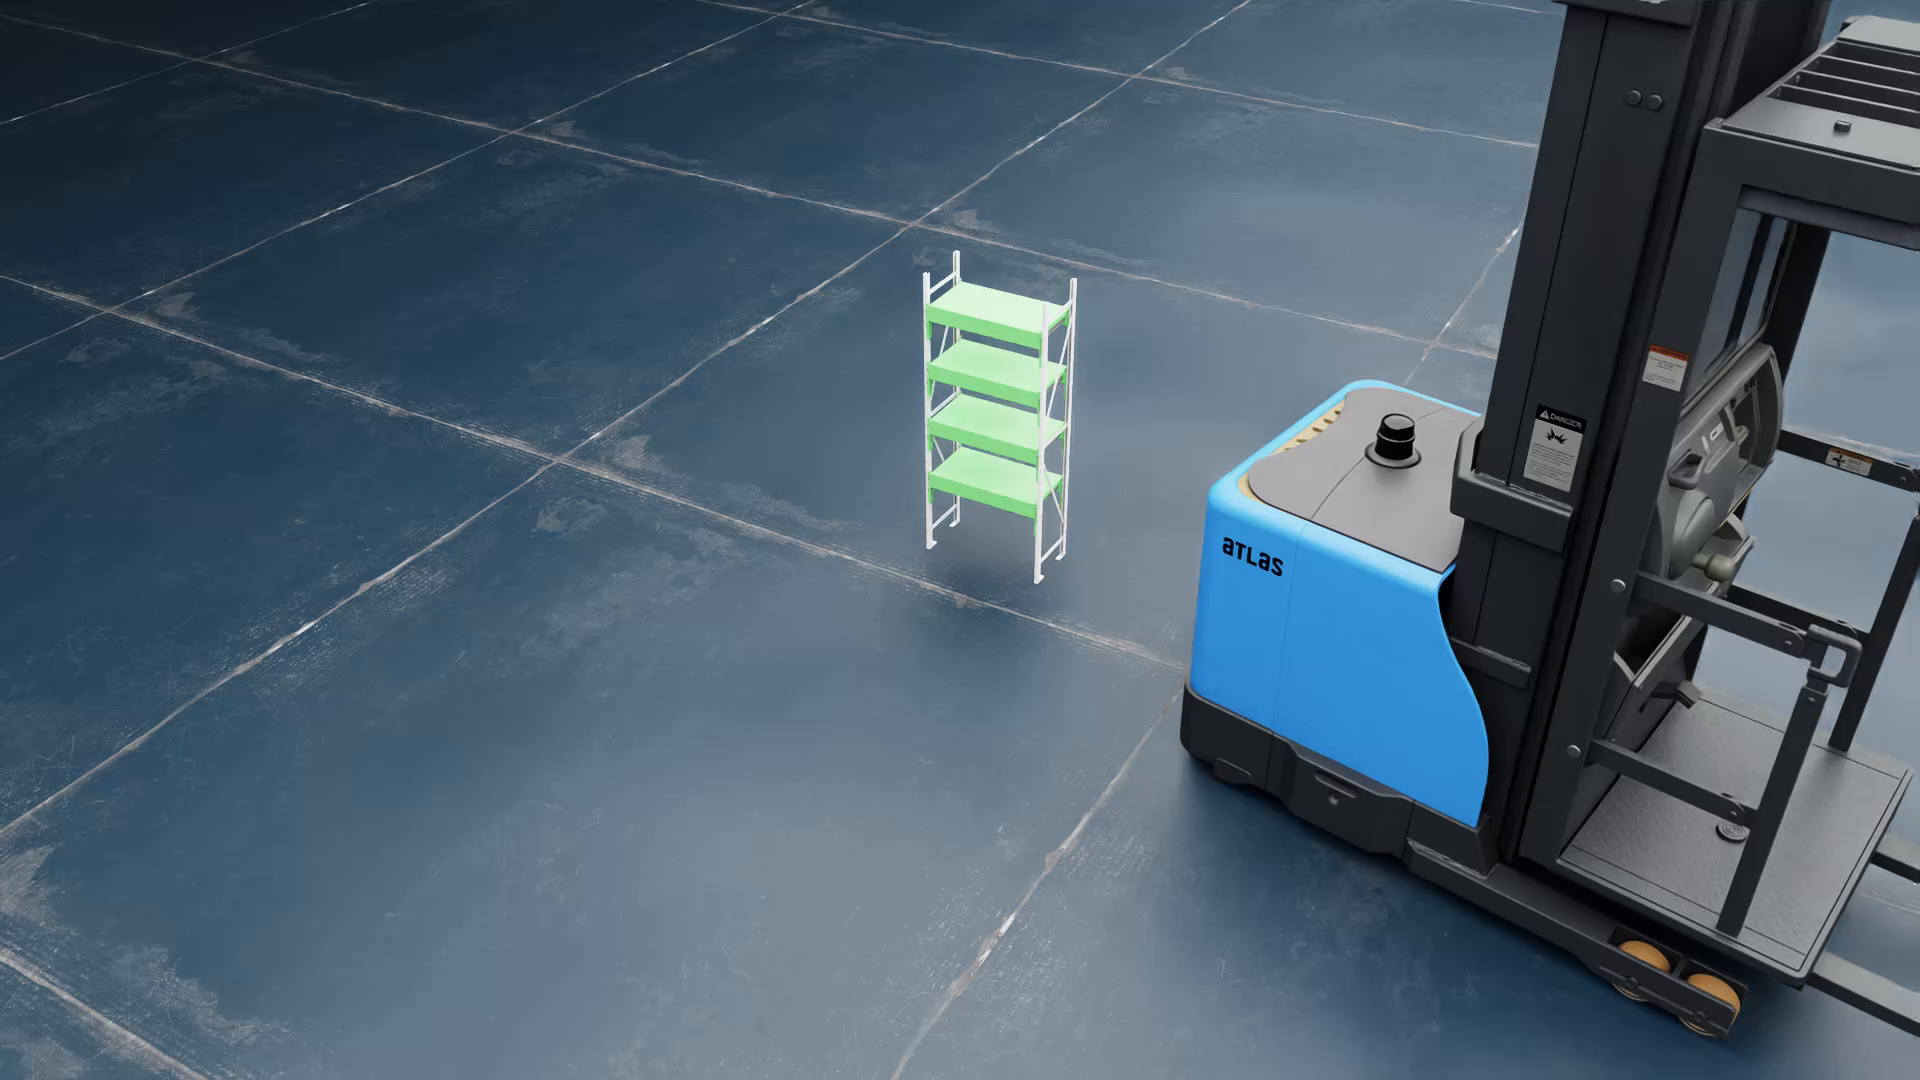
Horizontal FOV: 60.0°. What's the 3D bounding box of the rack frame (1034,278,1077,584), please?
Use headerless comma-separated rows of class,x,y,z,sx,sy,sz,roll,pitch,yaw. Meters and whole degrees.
rack frame,0.356,-0.387,6.248,0.015,1.200,0.240,18,37,24

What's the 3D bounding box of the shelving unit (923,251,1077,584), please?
shelving unit,0.144,-0.454,6.349,0.503,1.200,0.258,18,37,24

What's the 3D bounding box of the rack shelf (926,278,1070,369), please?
rack shelf,0.144,-0.800,6.118,0.480,0.148,0.258,18,37,24

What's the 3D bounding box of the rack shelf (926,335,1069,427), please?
rack shelf,0.144,-0.600,6.251,0.480,0.148,0.258,18,37,24

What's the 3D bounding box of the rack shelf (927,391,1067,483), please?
rack shelf,0.144,-0.401,6.384,0.480,0.148,0.258,18,37,24

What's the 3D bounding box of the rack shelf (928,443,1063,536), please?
rack shelf,0.144,-0.201,6.518,0.480,0.148,0.258,18,37,24

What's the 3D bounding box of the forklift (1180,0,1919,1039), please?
forklift,2.196,-0.166,4.354,3.031,2.935,1.130,25,41,32

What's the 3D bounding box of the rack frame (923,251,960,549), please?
rack frame,-0.068,-0.521,6.450,0.015,1.200,0.240,18,37,24
